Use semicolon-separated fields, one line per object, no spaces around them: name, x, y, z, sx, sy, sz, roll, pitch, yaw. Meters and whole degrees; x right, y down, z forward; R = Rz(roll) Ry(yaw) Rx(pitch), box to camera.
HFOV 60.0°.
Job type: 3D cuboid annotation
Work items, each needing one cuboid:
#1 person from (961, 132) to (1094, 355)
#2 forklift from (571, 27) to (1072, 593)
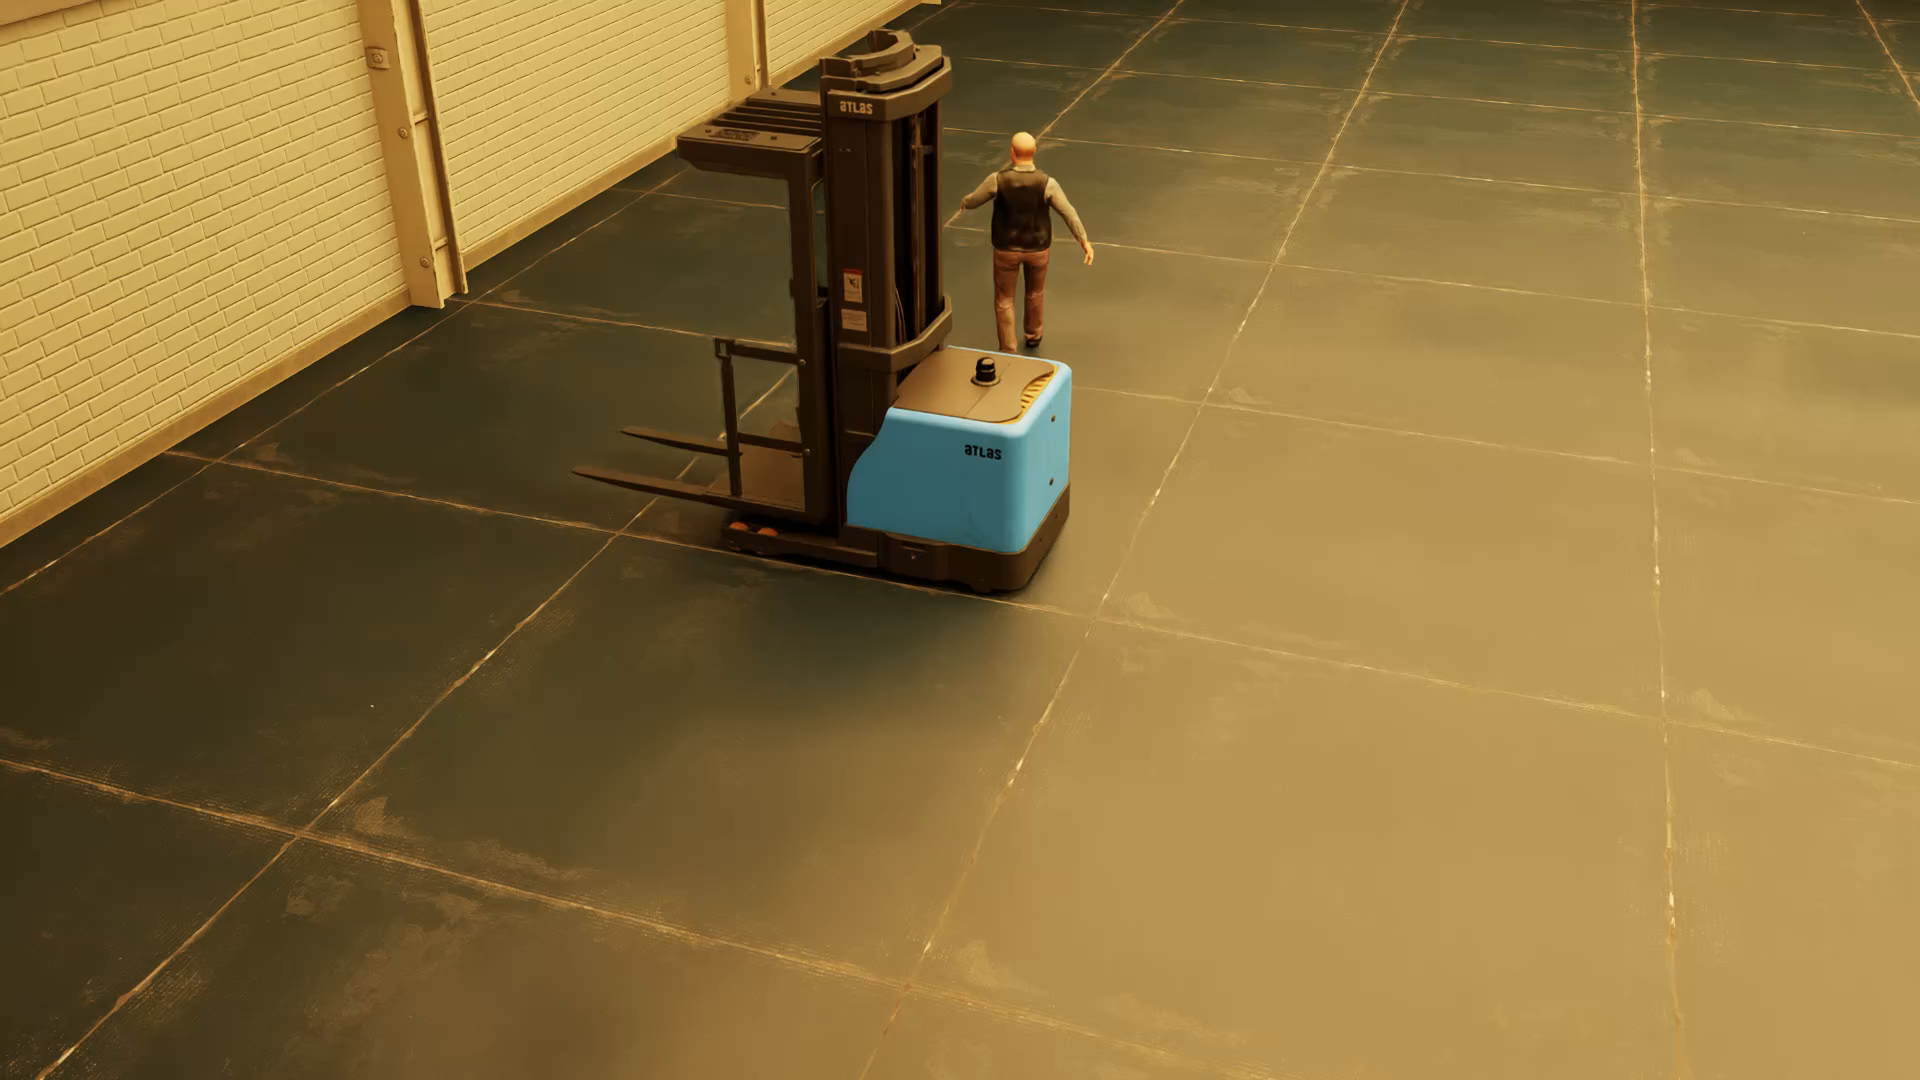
person;0.488;-2.157;12.196;0.954;1.705;0.728;0;30;0
forklift;-0.903;-1.411;9.612;3.031;2.935;1.130;10;31;17
